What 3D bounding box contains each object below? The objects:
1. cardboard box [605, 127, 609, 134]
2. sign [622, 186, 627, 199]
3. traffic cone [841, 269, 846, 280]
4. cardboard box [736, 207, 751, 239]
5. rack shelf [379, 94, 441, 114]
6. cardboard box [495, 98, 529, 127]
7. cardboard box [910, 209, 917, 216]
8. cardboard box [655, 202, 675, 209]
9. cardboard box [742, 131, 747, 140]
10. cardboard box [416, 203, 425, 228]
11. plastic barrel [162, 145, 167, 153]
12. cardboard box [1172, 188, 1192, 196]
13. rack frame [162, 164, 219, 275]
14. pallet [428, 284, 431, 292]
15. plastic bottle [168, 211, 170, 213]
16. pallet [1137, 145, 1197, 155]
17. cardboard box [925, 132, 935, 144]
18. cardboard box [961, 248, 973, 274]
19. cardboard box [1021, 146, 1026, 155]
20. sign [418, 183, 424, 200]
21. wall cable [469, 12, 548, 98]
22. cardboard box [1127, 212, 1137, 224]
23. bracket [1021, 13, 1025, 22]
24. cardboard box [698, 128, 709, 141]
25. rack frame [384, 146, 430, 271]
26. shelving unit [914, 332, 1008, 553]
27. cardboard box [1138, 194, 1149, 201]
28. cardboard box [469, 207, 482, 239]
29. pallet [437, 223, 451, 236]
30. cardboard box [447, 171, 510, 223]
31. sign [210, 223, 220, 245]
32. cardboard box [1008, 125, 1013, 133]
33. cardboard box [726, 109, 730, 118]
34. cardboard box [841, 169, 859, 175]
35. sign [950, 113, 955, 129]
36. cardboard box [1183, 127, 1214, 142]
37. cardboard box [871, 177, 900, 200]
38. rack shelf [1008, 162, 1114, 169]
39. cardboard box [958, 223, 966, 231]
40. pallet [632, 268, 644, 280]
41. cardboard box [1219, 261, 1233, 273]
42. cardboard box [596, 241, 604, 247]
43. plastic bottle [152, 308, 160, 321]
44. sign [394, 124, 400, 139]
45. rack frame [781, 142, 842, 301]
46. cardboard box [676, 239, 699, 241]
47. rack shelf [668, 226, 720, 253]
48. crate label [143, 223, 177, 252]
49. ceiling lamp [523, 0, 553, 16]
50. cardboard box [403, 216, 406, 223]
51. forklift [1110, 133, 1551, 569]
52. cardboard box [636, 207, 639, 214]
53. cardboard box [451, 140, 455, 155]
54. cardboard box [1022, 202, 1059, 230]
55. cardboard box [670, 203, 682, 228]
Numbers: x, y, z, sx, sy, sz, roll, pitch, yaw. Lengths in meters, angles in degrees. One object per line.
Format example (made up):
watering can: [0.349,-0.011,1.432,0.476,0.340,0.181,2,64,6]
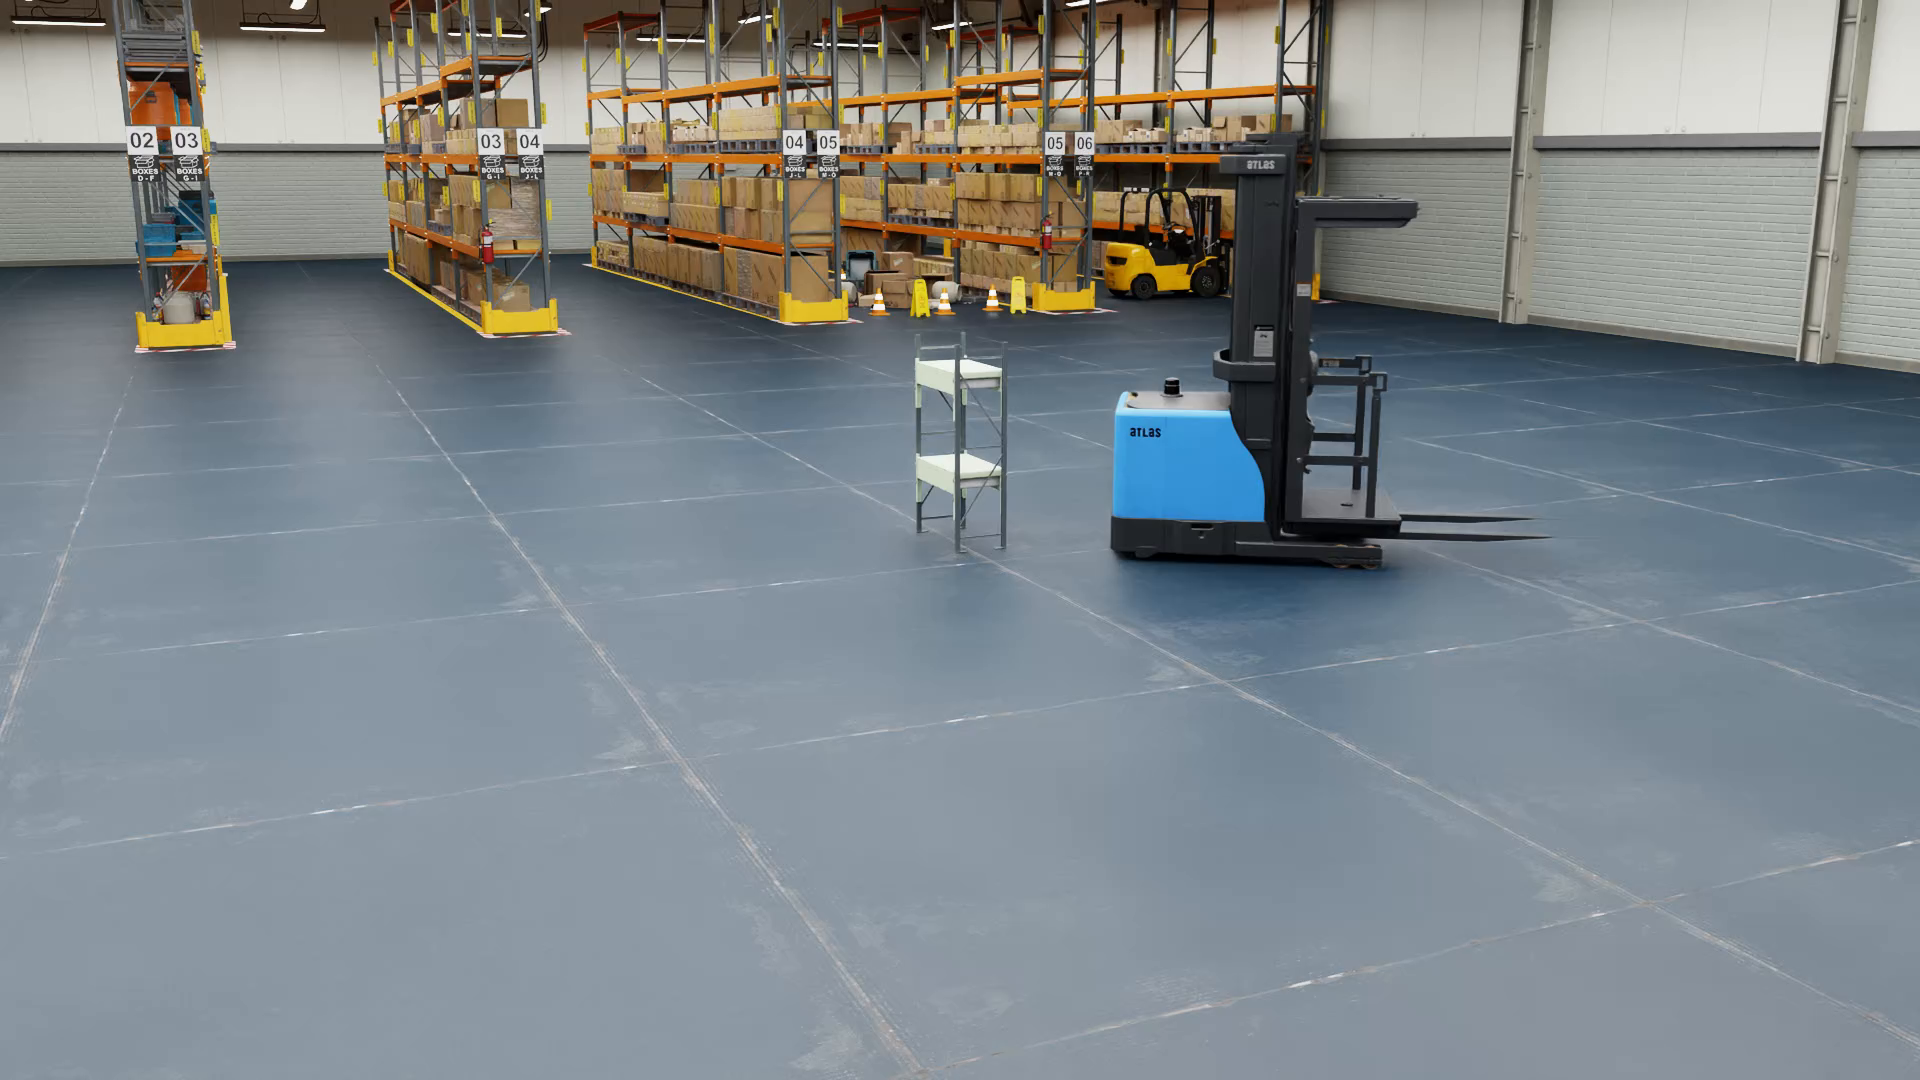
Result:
cardboard box: [-8.381,-9.932,40.316,0.380,0.149,0.250,-6,14,-24]
sign: [-7.837,-8.121,38.888,0.100,0.325,0.005,-6,14,-23]
traffic cone: [-2.455,-5.429,34.800,0.336,0.463,0.334,-6,14,-23]
cardboard box: [-3.630,-5.861,30.711,0.875,0.550,0.550,-6,14,-23]
rack shelf: [-12.729,-10.114,38.593,1.077,0.370,4.000,-6,14,-23]
cardboard box: [-7.468,-7.074,27.637,0.500,0.500,0.500,-6,14,-23]
cardboard box: [-0.876,-7.166,36.307,0.380,0.149,0.250,-5,14,-20]
cardboard box: [-6.356,-7.212,35.844,0.380,0.149,0.250,-5,14,-22]
cardboard box: [-3.694,-7.269,29.878,0.380,0.149,0.250,-5,14,-22]
cardboard box: [-11.156,-6.835,35.030,0.500,0.500,0.500,-6,14,-25]
plastic barrel: [-13.664,-7.014,28.259,0.600,0.901,0.708,-6,14,-23]
cardboard box: [4.759,-7.431,35.507,0.380,0.149,0.250,-5,14,-22]
rack frame: [-18.068,-7.702,38.996,1.000,3.000,0.127,-6,14,-23]
pallet: [-10.572,-5.308,34.835,1.003,0.211,1.213,-6,14,-23]
plastic bottle: [-16.606,-6.741,34.954,0.144,0.351,0.185,-6,14,-23]
pallet: [4.538,-8.564,36.490,0.805,0.209,1.217,-6,14,-25]
cardboard box: [-0.411,-8.476,35.090,0.500,0.250,0.500,-5,14,-22]
cardboard box: [0.346,-5.649,33.630,0.500,0.500,0.500,-5,14,-20]
cardboard box: [1.355,-7.233,30.873,0.380,0.149,0.250,-5,14,-21]
sign: [-10.833,-7.010,33.437,0.100,0.325,0.005,-6,14,-23]
wall cable: [-12.637,-14.119,46.282,2.277,5.999,0.120,-6,14,-23]
cardboard box: [4.085,-7.231,37.291,0.500,0.250,0.500,-6,14,-23]
bracket: [1.754,-13.623,43.289,0.235,0.232,0.430,-6,14,-23]
cardboard box: [-4.834,-7.974,32.699,0.500,0.250,0.500,-6,14,-23]
rack frame: [-13.530,-8.149,40.929,1.000,3.000,0.127,-6,14,-23]
shelving unit: [0.003,-0.729,12.195,0.431,1.500,0.755,-6,14,-23]
cardboard box: [4.166,-7.579,36.804,0.380,0.149,0.250,-6,14,-25]
cardboard box: [-7.626,-5.246,27.503,0.875,0.500,0.500,-6,14,-23]
pallet: [-9.495,-5.998,32.058,1.003,0.211,1.213,-6,14,-23]
cardboard box: [-8.913,-6.344,30.866,1.000,1.000,1.000,-6,14,-23]
sign: [-11.153,-4.580,24.893,0.100,0.325,0.005,-6,14,-23]
cardboard box: [1.139,-7.782,31.478,0.380,0.149,0.250,-6,14,-25]
cardboard box: [-4.099,-7.867,30.693,0.380,0.149,0.250,-6,14,-23]
cardboard box: [-2.736,-9.159,41.412,0.380,0.149,0.250,-6,14,-24]
sign: [-0.150,-8.420,33.424,0.100,0.325,0.005,-6,14,-23]
cardboard box: [5.013,-8.492,34.800,0.500,0.311,0.500,-5,14,-22]
cardboard box: [-1.692,-8.011,37.891,0.500,0.500,0.500,-6,14,-24]
rack shelf: [2.500,-9.365,41.124,1.077,0.370,4.000,-6,14,-23]
cardboard box: [0.189,-6.349,33.706,0.380,0.149,0.250,-6,14,-23]
pallet: [-7.030,-6.231,38.824,1.003,0.211,1.213,-6,14,-23]
cardboard box: [5.607,-5.578,33.878,0.500,0.250,0.500,-6,14,-24]
cardboard box: [-9.047,-7.543,42.381,0.380,0.149,0.250,-6,14,-26]
plastic bottle: [-12.797,-3.587,26.448,0.097,0.201,0.097,0,13,0]
sign: [-12.436,-9.024,36.735,0.100,0.325,0.005,-6,14,-23]
rack frame: [-2.536,-5.271,28.492,1.000,3.000,0.127,-6,14,-23]
cardboard box: [-5.998,-6.545,36.946,0.500,0.250,0.500,-6,14,-24]
rack shelf: [-4.939,-6.160,33.929,1.077,0.370,4.000,-6,14,-23]
crate label: [-12.644,-4.770,26.247,0.502,0.435,0.616,-6,14,-23]
ceiling lamp: [-9.069,-13.166,36.354,0.800,3.185,2.000,-6,14,-23]
cardboard box: [-12.350,-7.234,37.531,0.380,0.149,0.250,-6,14,-23]
forklift: [2.626,-1.352,11.713,3.031,2.935,1.130,2,13,8]
cardboard box: [-7.078,-7.440,37.490,0.380,0.149,0.250,-6,14,-24]
cardboard box: [-8.561,-6.834,28.924,0.500,0.250,0.500,-6,14,-23]
cardboard box: [1.489,-6.020,30.846,0.500,0.500,0.500,-6,14,-24]
cardboard box: [-5.808,-6.855,35.116,0.500,0.500,0.500,-5,14,-22]
